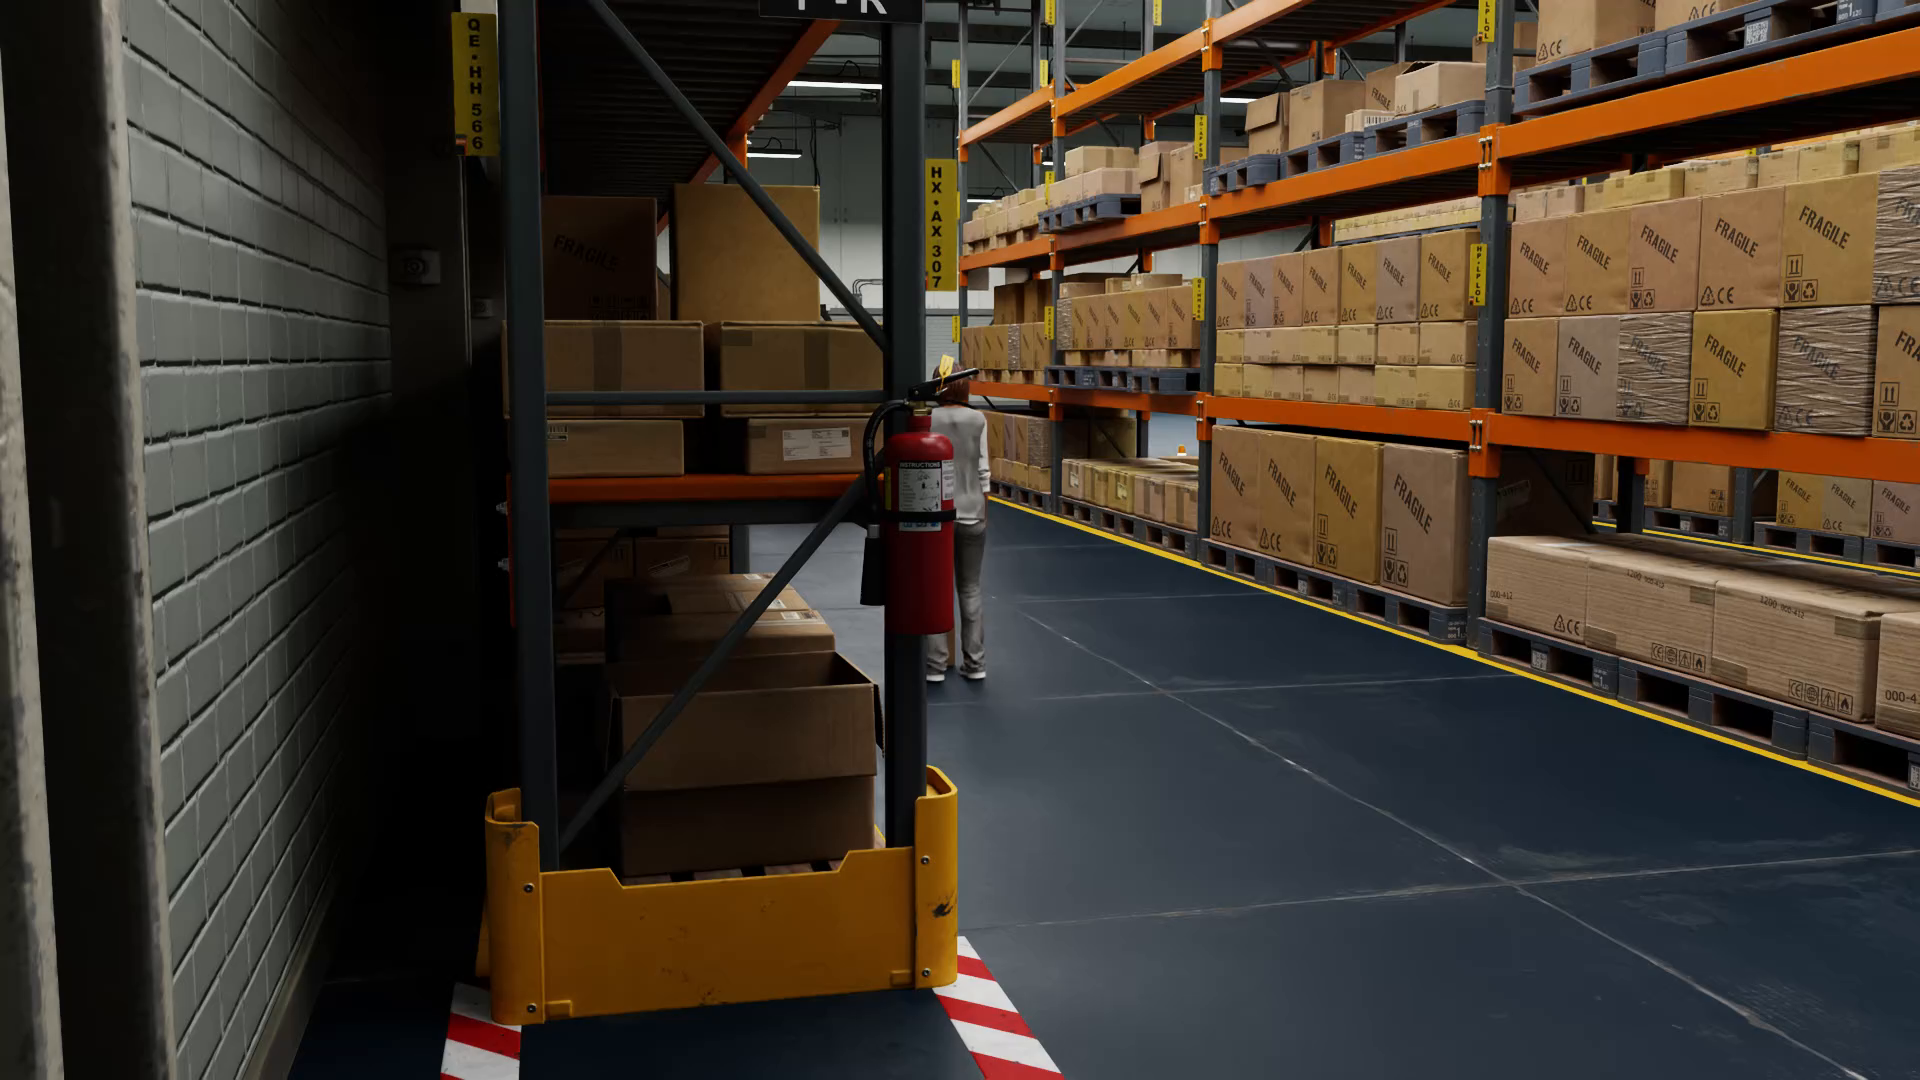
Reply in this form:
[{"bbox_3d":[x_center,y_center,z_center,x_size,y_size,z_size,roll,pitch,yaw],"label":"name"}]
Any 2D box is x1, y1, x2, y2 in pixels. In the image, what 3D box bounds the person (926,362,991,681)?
[{"bbox_3d":[-0.056,-0.091,8.235,0.420,1.589,0.312,-2,7,-15],"label":"person"}]
